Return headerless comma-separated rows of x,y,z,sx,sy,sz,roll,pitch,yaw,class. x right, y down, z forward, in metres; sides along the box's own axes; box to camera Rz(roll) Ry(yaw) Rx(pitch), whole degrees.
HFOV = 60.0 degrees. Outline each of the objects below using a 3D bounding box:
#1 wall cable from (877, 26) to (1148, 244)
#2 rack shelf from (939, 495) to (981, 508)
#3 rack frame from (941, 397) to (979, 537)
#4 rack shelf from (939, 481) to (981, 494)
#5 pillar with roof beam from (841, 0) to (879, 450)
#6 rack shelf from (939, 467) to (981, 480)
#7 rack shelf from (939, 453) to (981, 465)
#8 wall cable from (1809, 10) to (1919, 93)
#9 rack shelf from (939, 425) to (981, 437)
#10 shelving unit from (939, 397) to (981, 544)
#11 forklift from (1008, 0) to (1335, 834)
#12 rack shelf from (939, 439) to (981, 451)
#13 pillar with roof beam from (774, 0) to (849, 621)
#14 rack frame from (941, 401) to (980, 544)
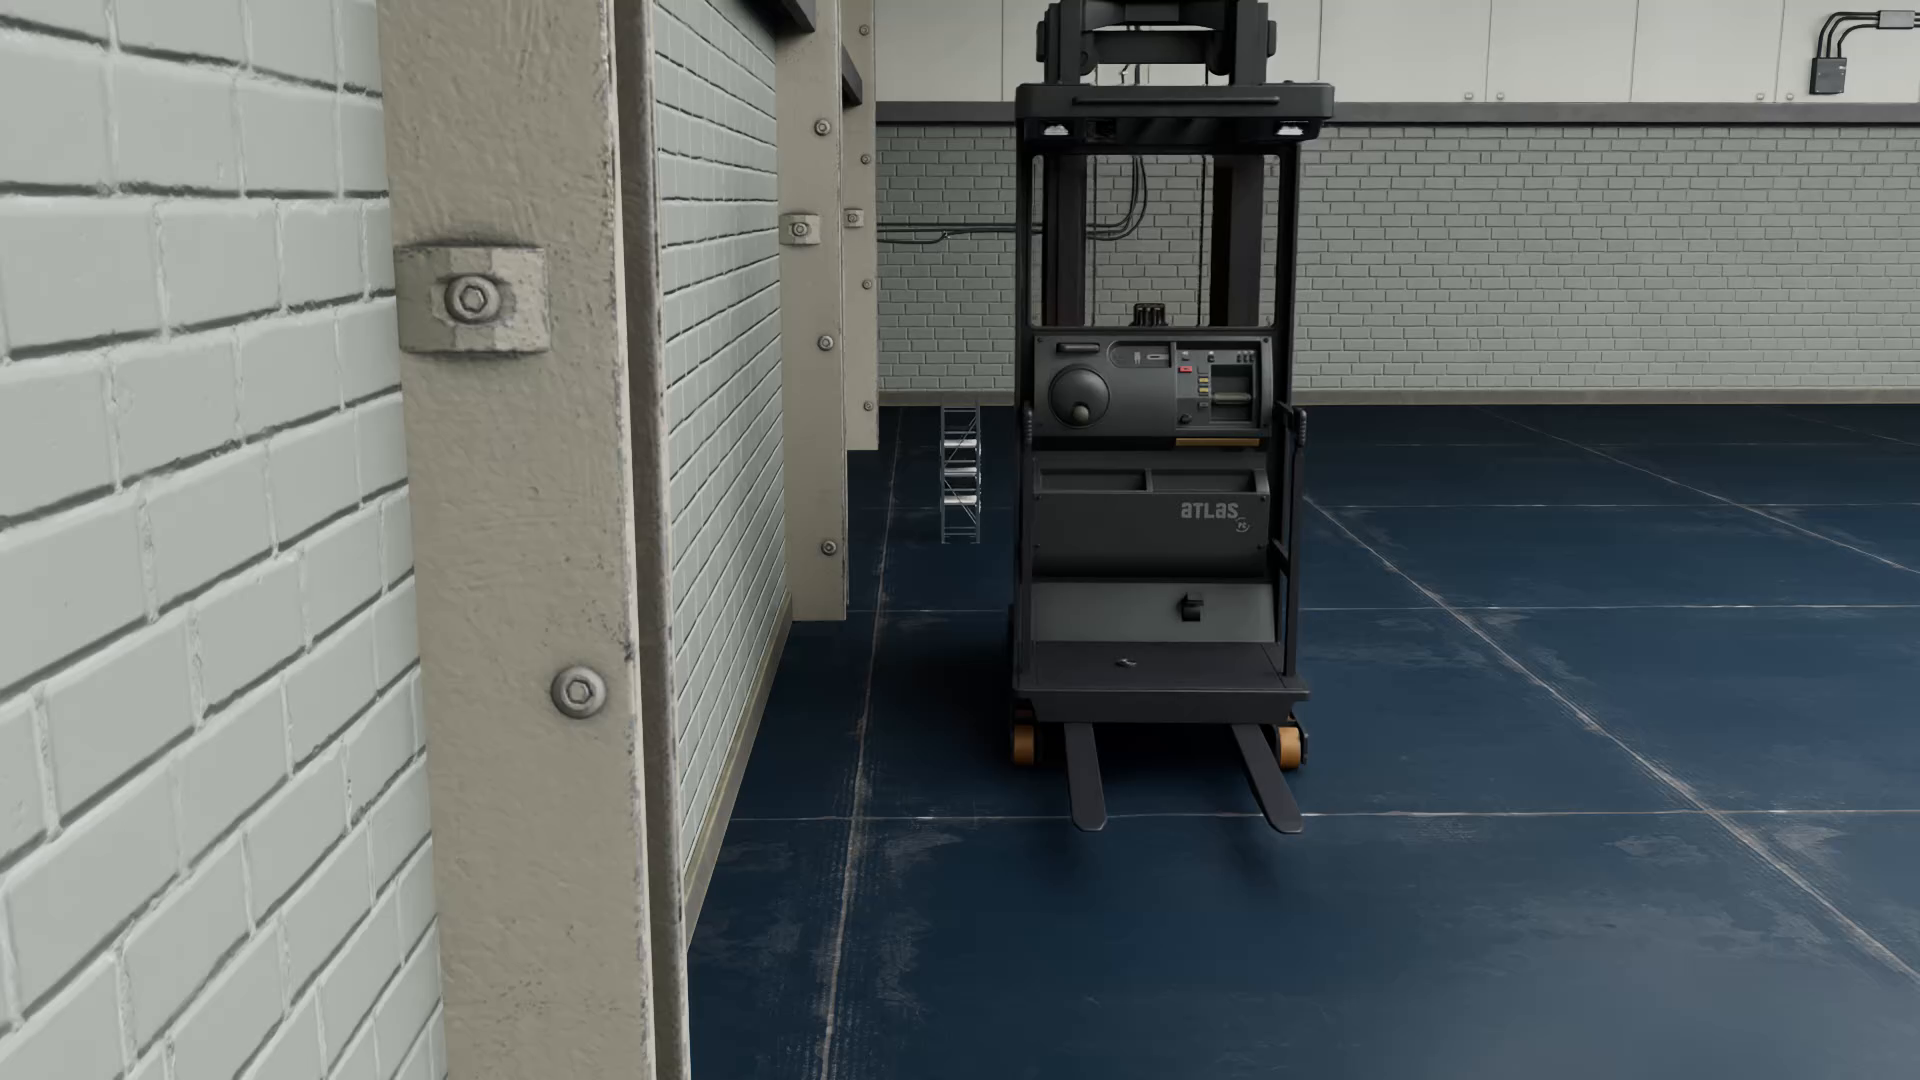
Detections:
0.391,-4.299,16.925,3.097,2.526,0.112,0,11,-1,wall cable
0.000,-0.230,10.504,0.258,0.077,0.200,0,11,-1,rack shelf
-0.002,-0.460,10.561,0.240,0.900,0.006,0,11,-1,rack frame
0.000,-0.319,10.486,0.258,0.077,0.200,0,11,-1,rack shelf
3.434,-5.247,13.790,9.100,9.000,0.400,0,11,-1,pillar with roof beam
0.000,-0.407,10.468,0.258,0.077,0.200,0,11,-1,rack shelf
0.000,-0.495,10.450,0.258,0.077,0.200,0,11,-1,rack shelf
9.883,-7.523,16.455,2.305,6.003,0.169,0,11,-1,wall cable
0.000,-0.671,10.415,0.258,0.077,0.200,0,11,-1,rack shelf
0.000,-0.439,10.462,0.258,0.900,0.210,0,11,-1,shelving unit
0.751,-0.632,6.302,1.130,2.935,3.031,0,11,2,forklift
0.000,-0.583,10.433,0.258,0.077,0.200,0,11,-1,rack shelf
3.558,-4.054,7.911,9.100,9.000,0.400,0,11,-1,pillar with roof beam
0.002,-0.419,10.362,0.240,0.900,0.006,0,11,-1,rack frame
